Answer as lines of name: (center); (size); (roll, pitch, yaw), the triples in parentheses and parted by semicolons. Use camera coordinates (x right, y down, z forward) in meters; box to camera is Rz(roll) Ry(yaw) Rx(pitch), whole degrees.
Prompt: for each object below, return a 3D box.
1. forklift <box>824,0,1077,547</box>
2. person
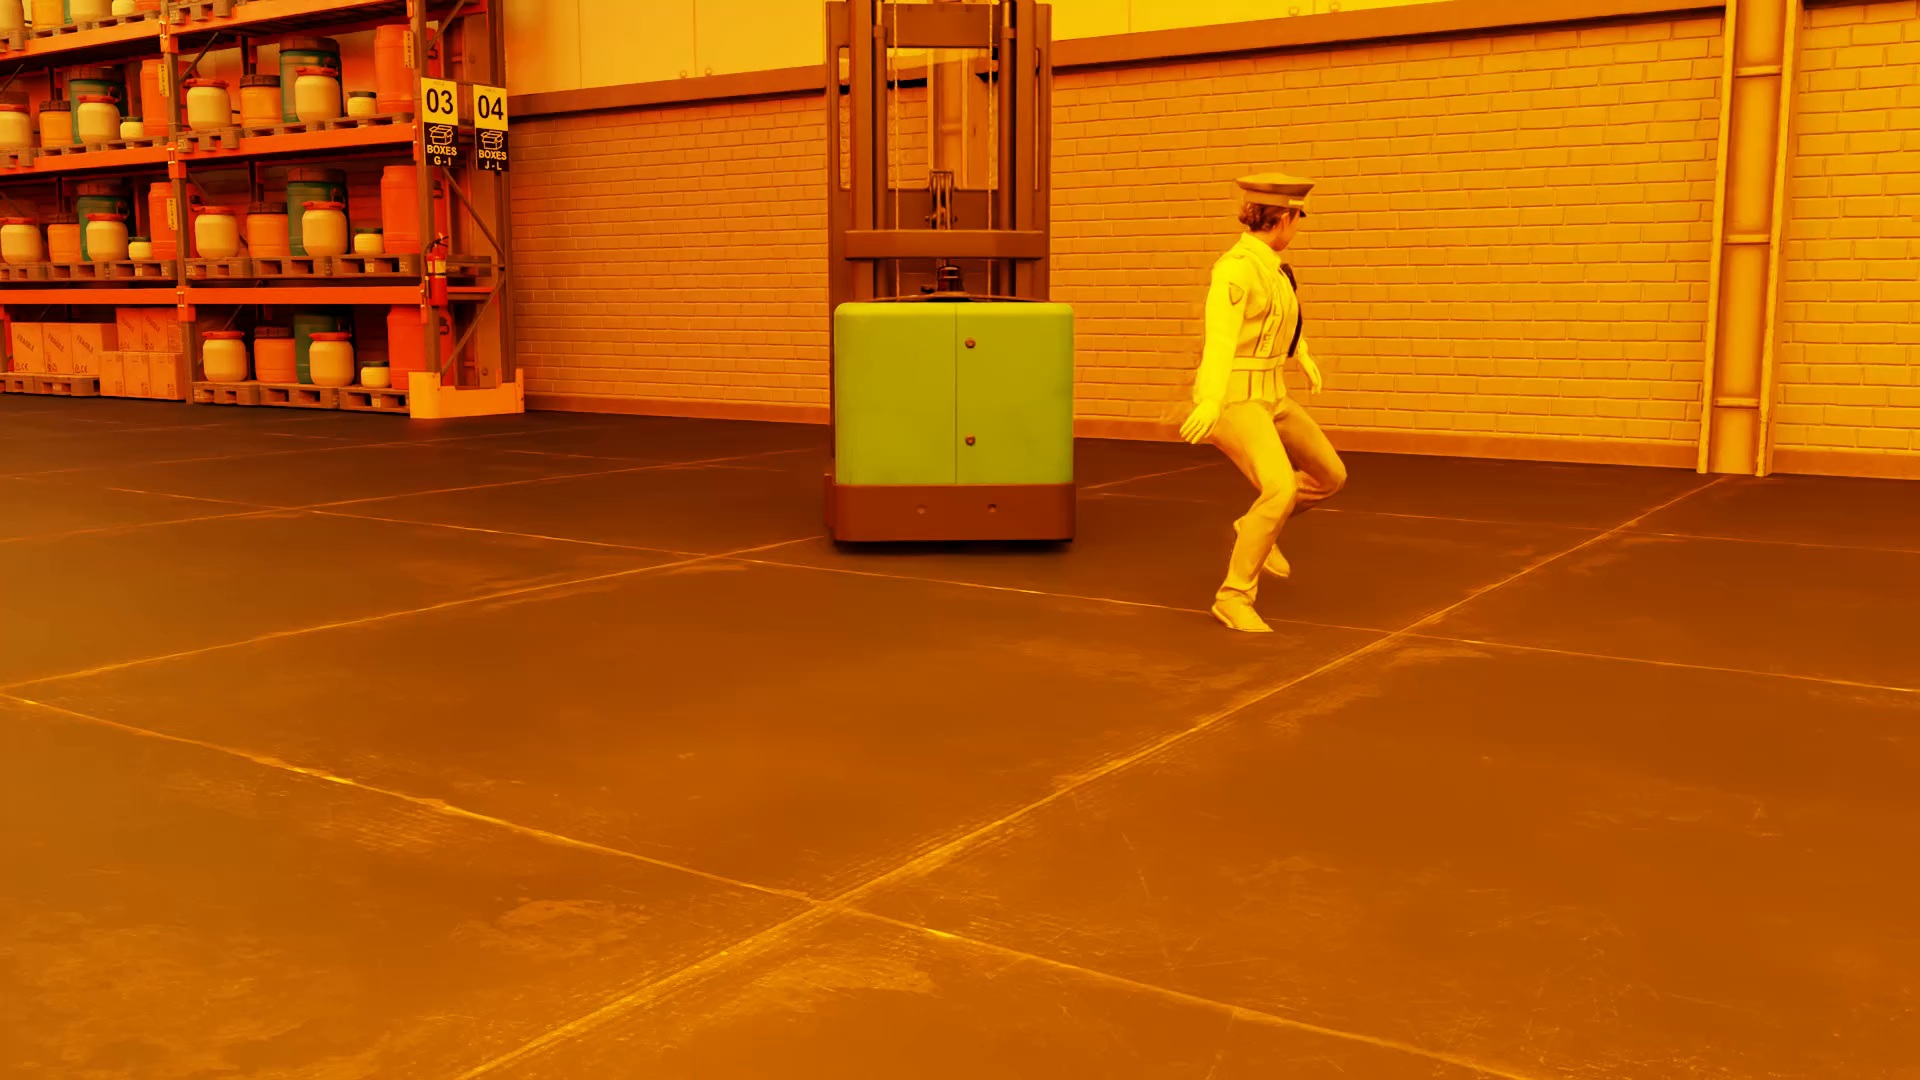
forklift: (-0.121, -1.590, 8.375); (1.130, 2.935, 3.031); (-1, 8, -4)
person: (1.013, -0.470, 5.712); (0.468, 1.555, 1.042); (5, 9, 30)
